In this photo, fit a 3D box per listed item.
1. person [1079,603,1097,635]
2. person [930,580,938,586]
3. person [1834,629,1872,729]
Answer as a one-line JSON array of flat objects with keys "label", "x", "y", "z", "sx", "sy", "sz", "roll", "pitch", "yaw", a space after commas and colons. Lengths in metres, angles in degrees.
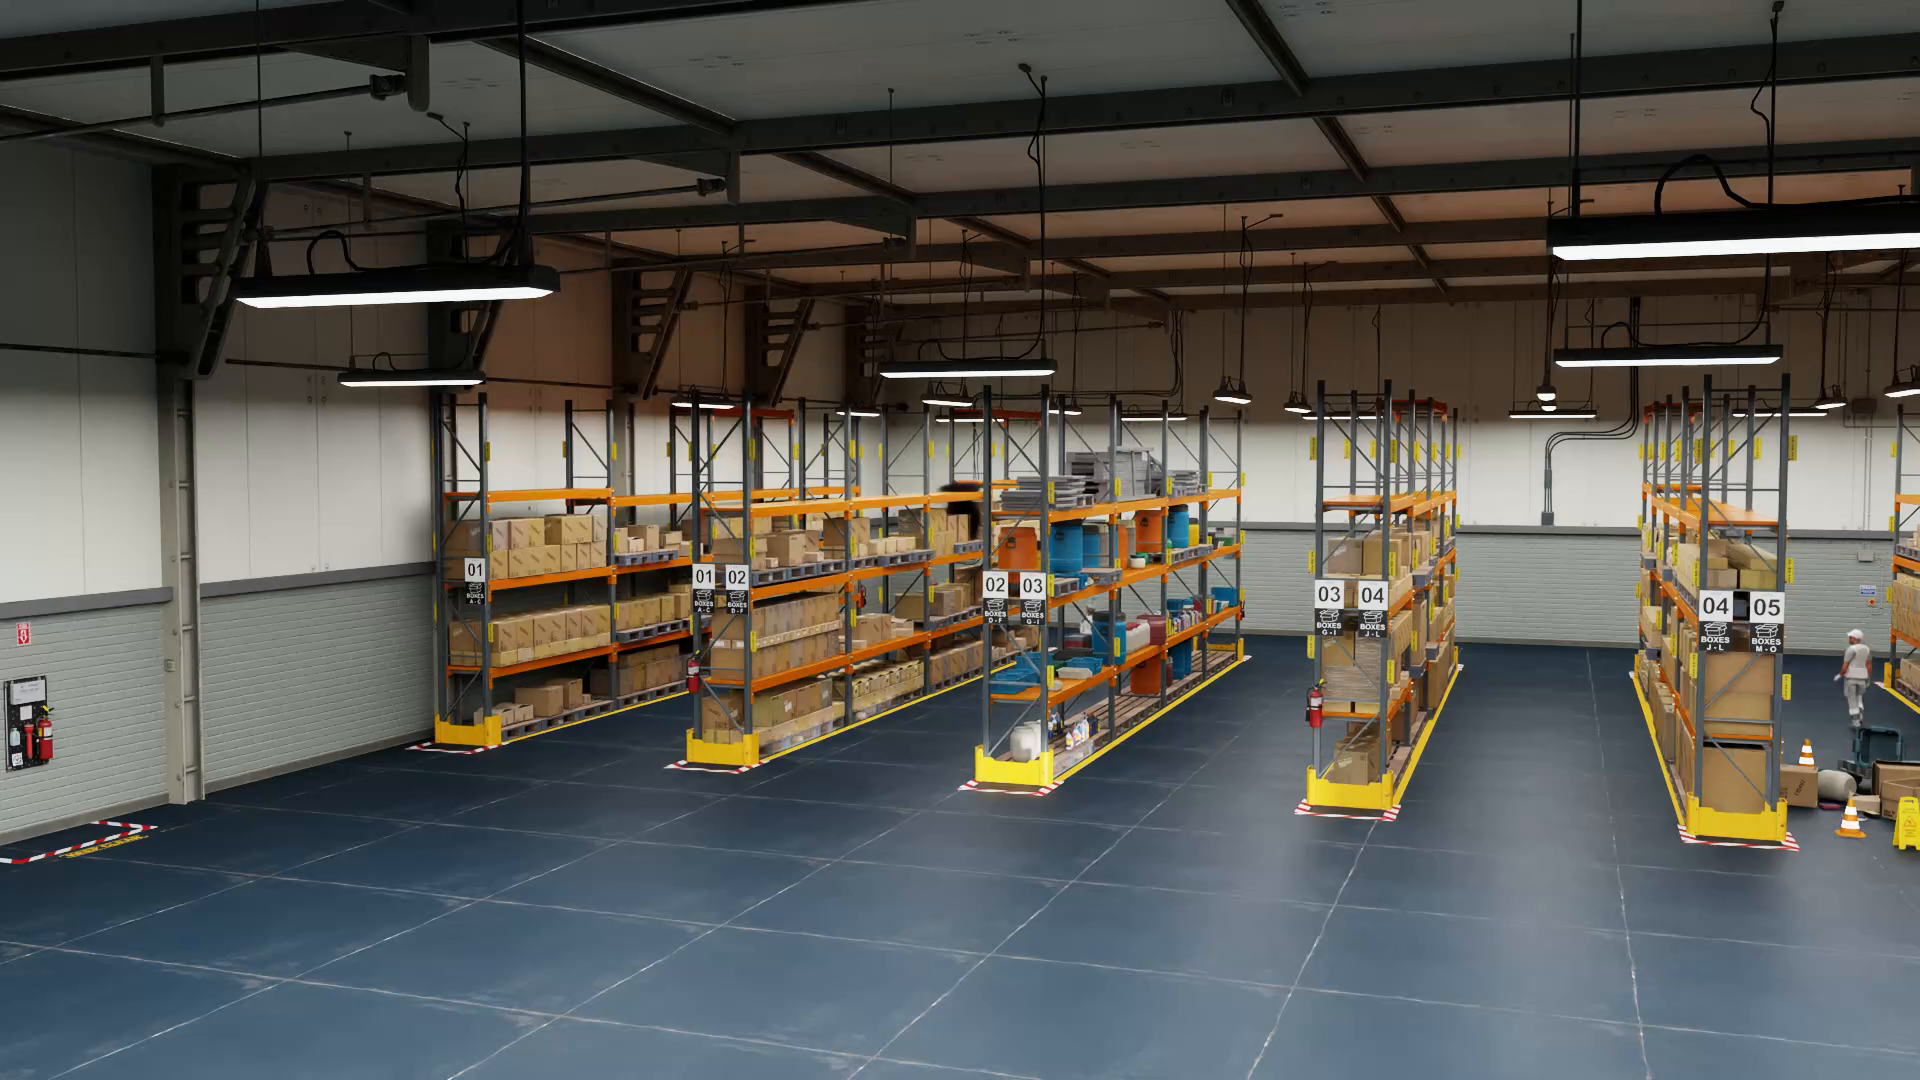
[{"label": "person", "x": 2.680, "y": 2.170, "z": 35.056, "sx": 0.418, "sy": 1.686, "sz": 0.582, "roll": 0, "pitch": 3, "yaw": 0}, {"label": "person", "x": -0.576, "y": 1.858, "z": 40.495, "sx": 0.514, "sy": 1.751, "sz": 0.561, "roll": 2, "pitch": 4, "yaw": 32}, {"label": "person", "x": 16.073, "y": 2.512, "z": 29.879, "sx": 0.611, "sy": 1.822, "sz": 0.542, "roll": 0, "pitch": 3, "yaw": 6}]
